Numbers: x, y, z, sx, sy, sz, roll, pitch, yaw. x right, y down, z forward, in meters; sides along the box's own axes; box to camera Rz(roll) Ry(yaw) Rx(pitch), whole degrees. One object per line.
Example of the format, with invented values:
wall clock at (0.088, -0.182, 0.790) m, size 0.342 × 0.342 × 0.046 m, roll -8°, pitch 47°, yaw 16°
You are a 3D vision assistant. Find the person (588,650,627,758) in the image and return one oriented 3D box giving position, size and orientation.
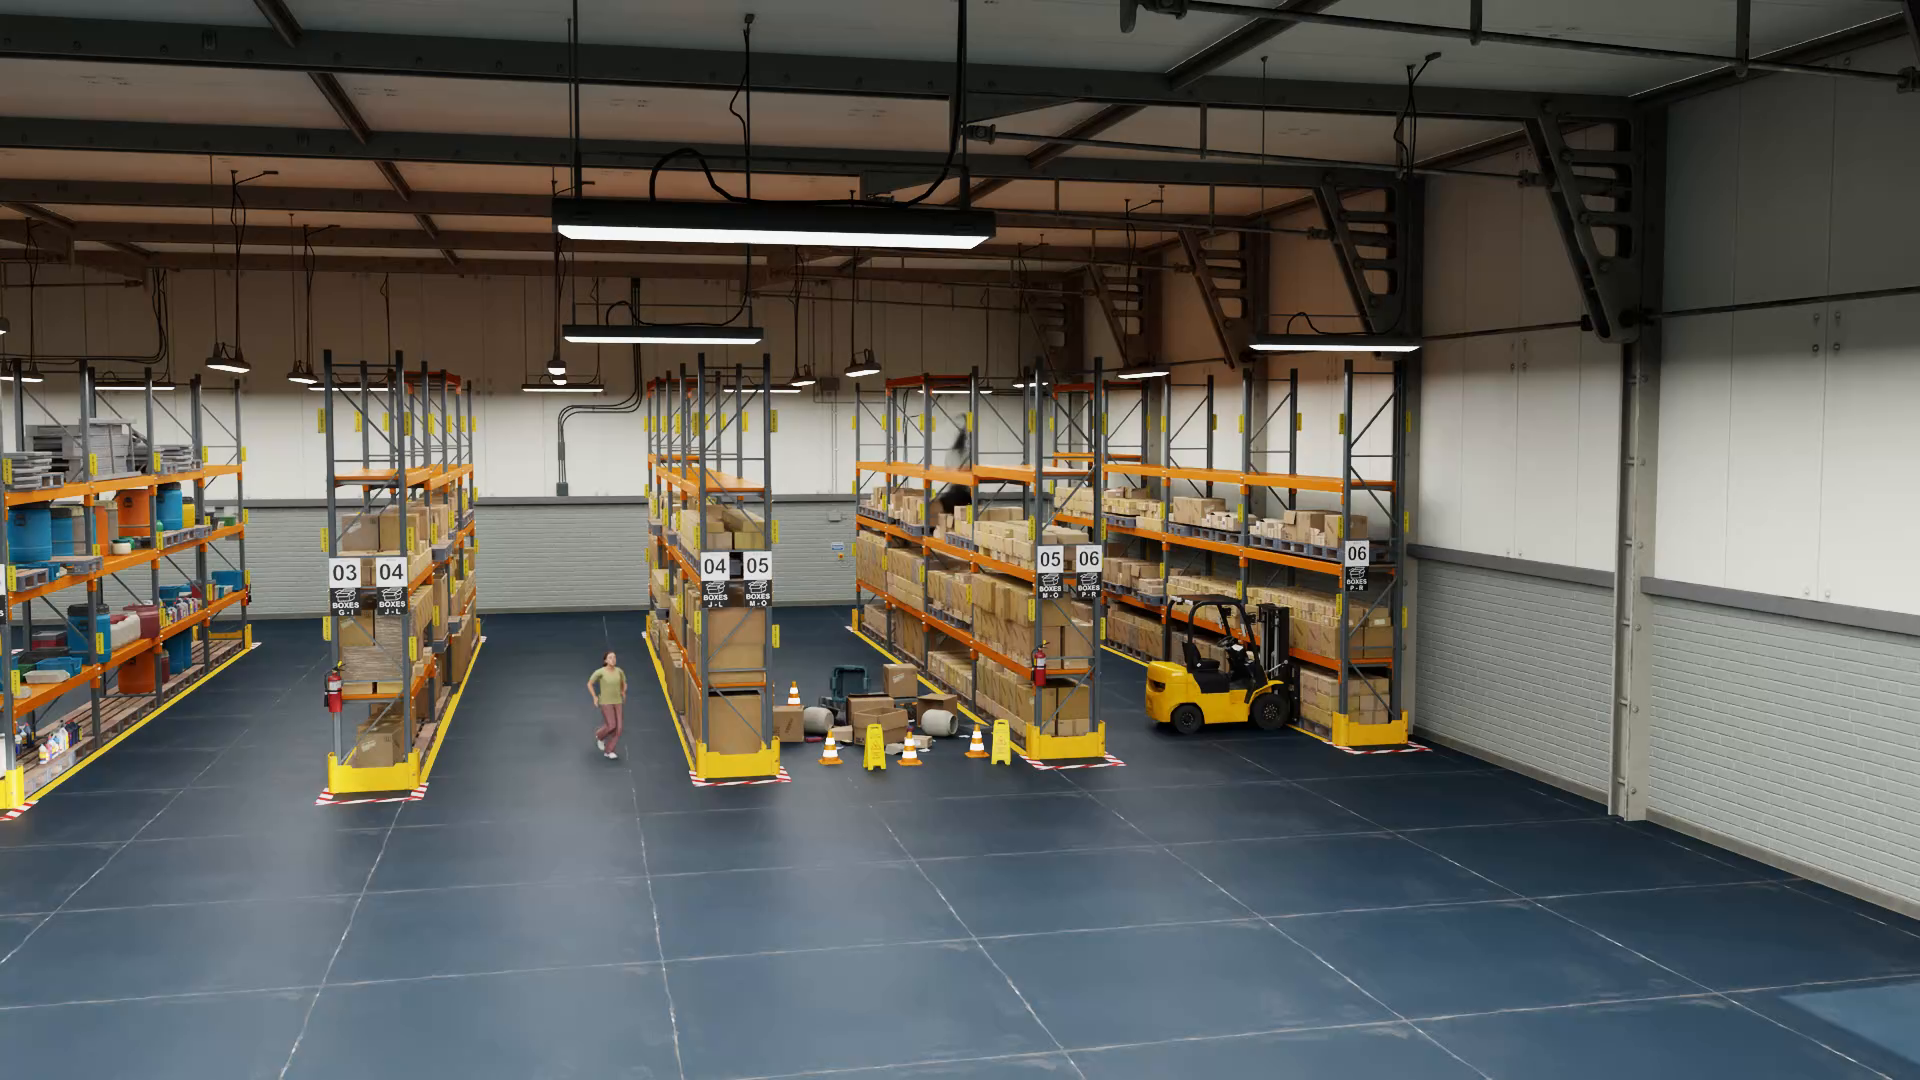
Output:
person at (-5.229, 2.461, 24.899) m, size 0.580 × 1.624 × 0.545 m, roll -3°, pitch 5°, yaw -37°
